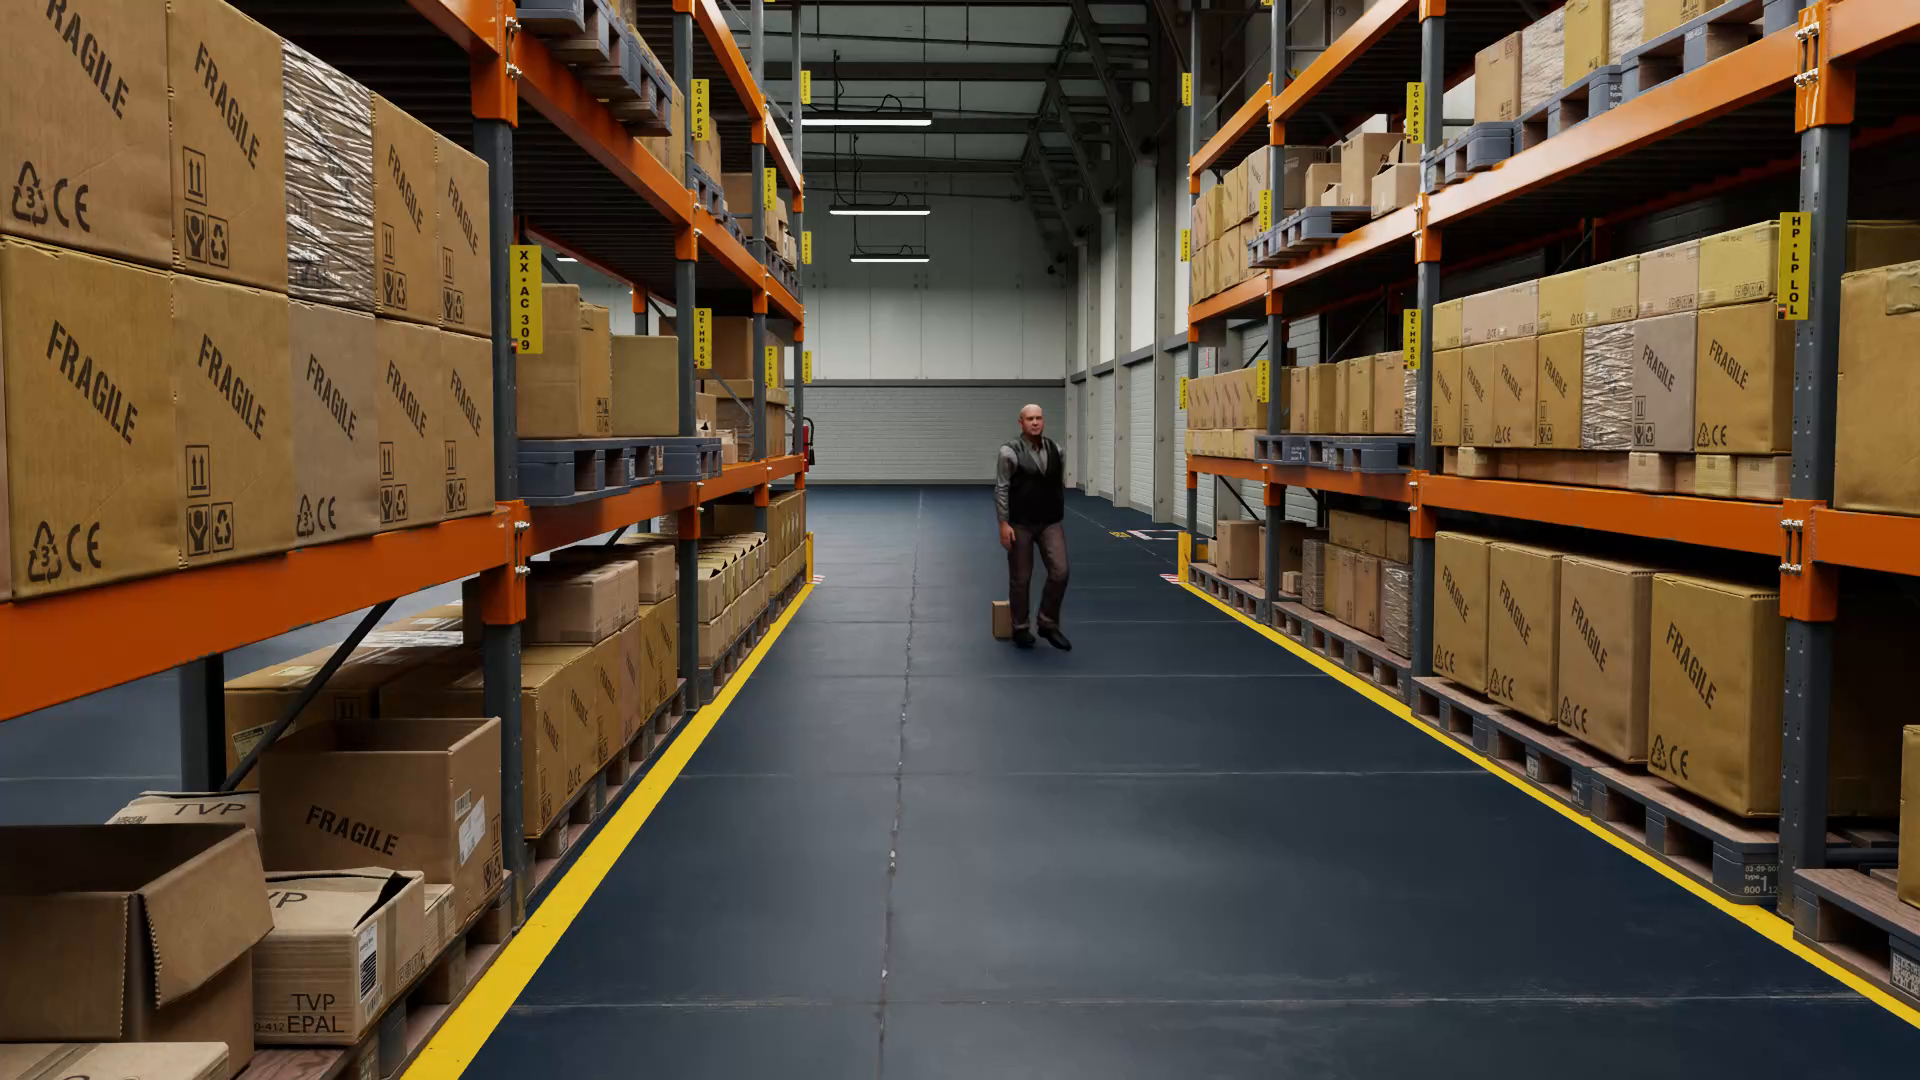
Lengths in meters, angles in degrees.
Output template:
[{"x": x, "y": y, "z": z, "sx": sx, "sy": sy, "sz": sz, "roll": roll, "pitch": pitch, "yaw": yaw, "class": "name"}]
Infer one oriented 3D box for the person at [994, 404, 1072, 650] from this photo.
[{"x": 0.493, "y": -0.092, "z": 11.765, "sx": 0.563, "sy": 1.728, "sz": 0.551, "roll": -1, "pitch": 4, "yaw": -18, "class": "person"}]
